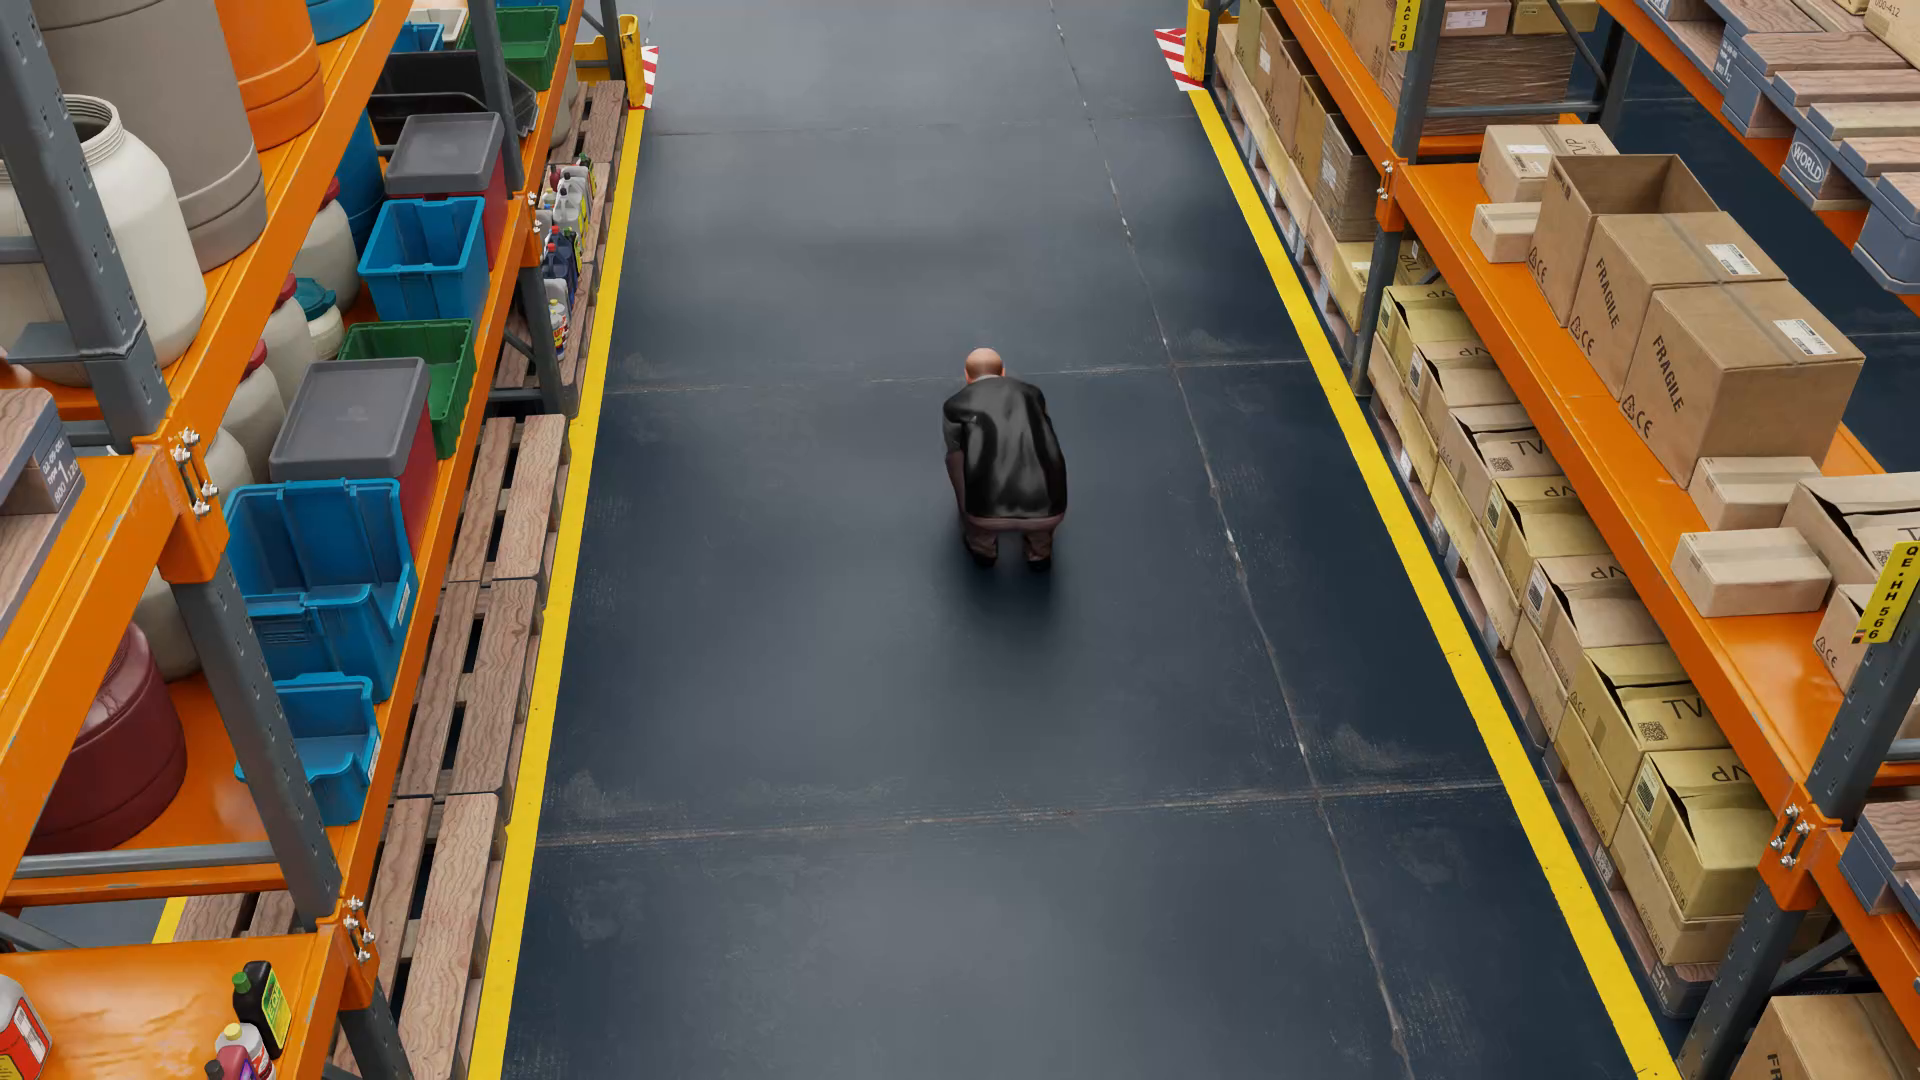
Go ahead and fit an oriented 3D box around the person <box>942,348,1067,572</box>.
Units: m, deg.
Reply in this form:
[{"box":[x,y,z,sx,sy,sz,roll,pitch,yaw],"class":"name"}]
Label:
[{"box":[0.193,-0.293,7.379,0.519,0.837,0.907,-3,39,-4],"class":"person"}]
